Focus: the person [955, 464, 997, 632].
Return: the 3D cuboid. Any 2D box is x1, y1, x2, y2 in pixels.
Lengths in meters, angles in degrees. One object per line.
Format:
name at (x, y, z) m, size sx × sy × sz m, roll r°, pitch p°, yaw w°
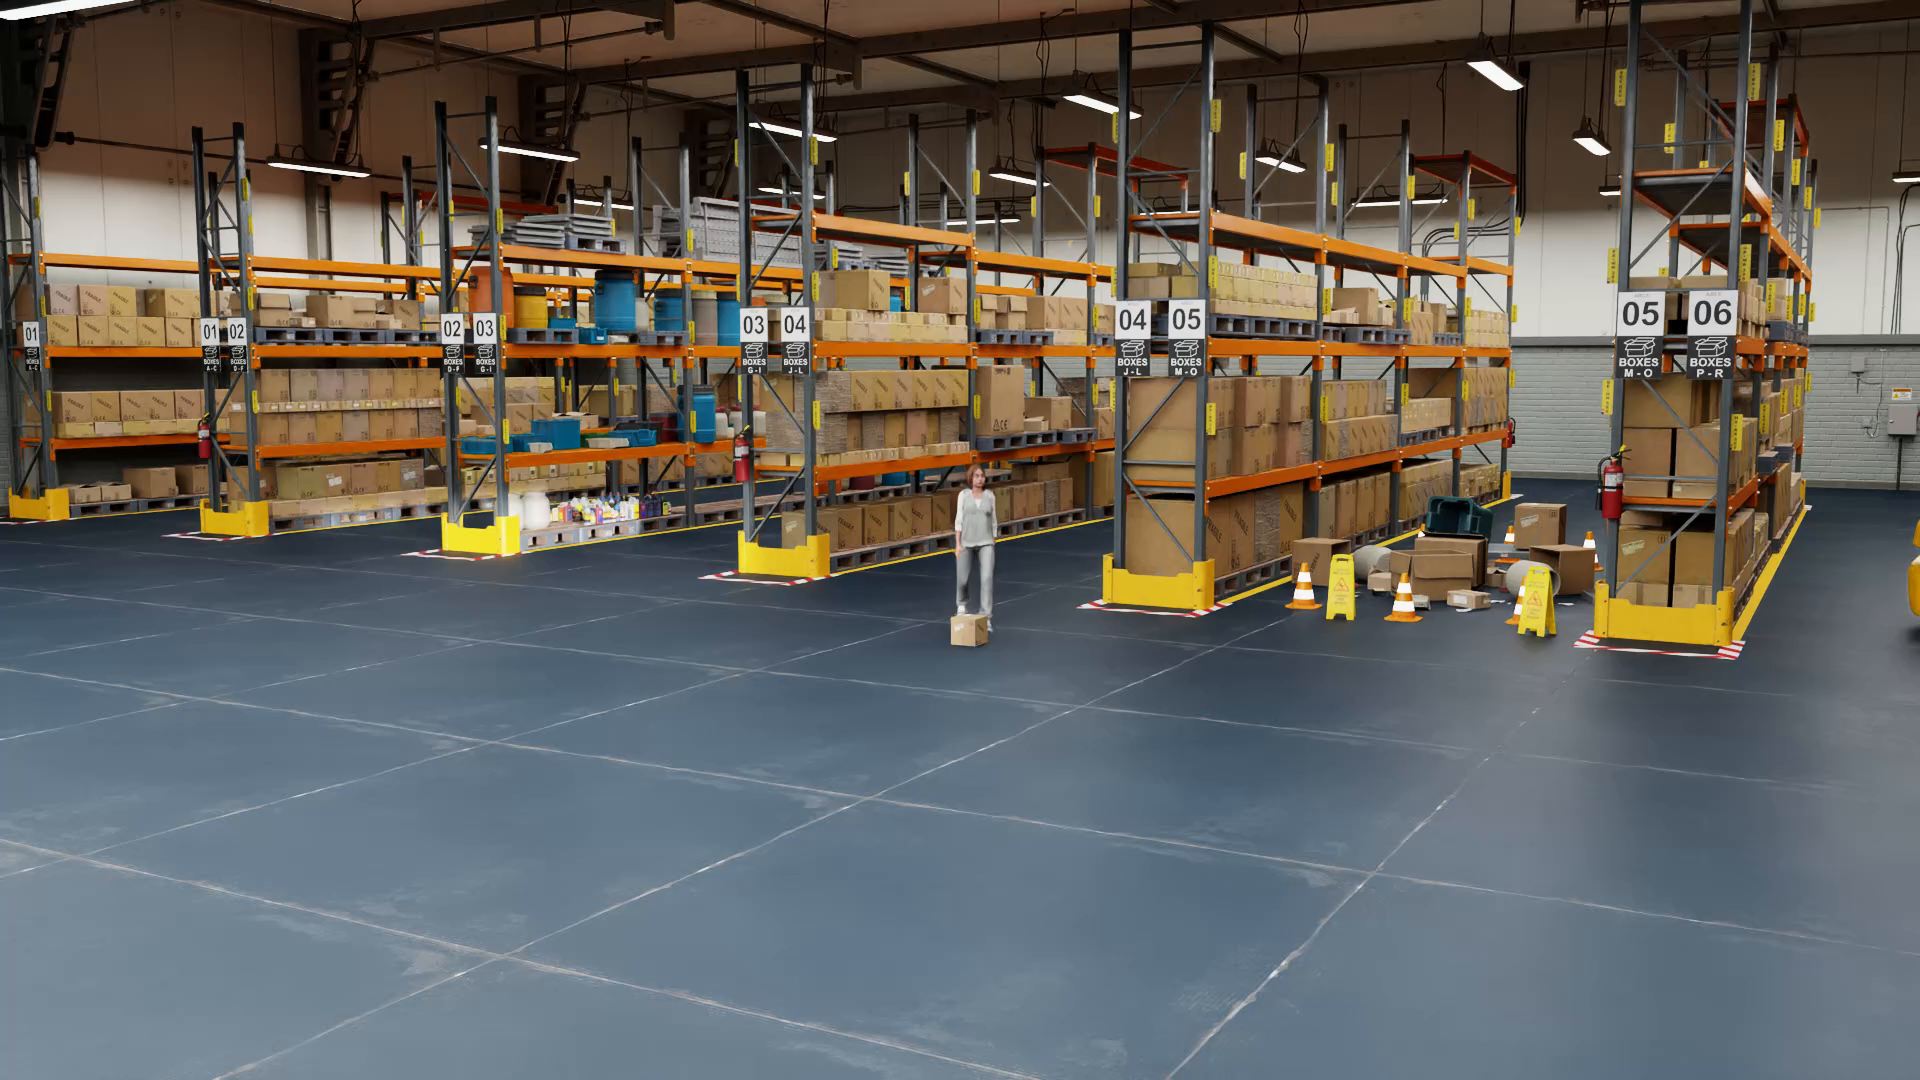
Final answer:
person at (0.159, 0.062, 15.907) m, size 0.411 × 1.564 × 0.777 m, roll 0°, pitch 6°, yaw -2°
